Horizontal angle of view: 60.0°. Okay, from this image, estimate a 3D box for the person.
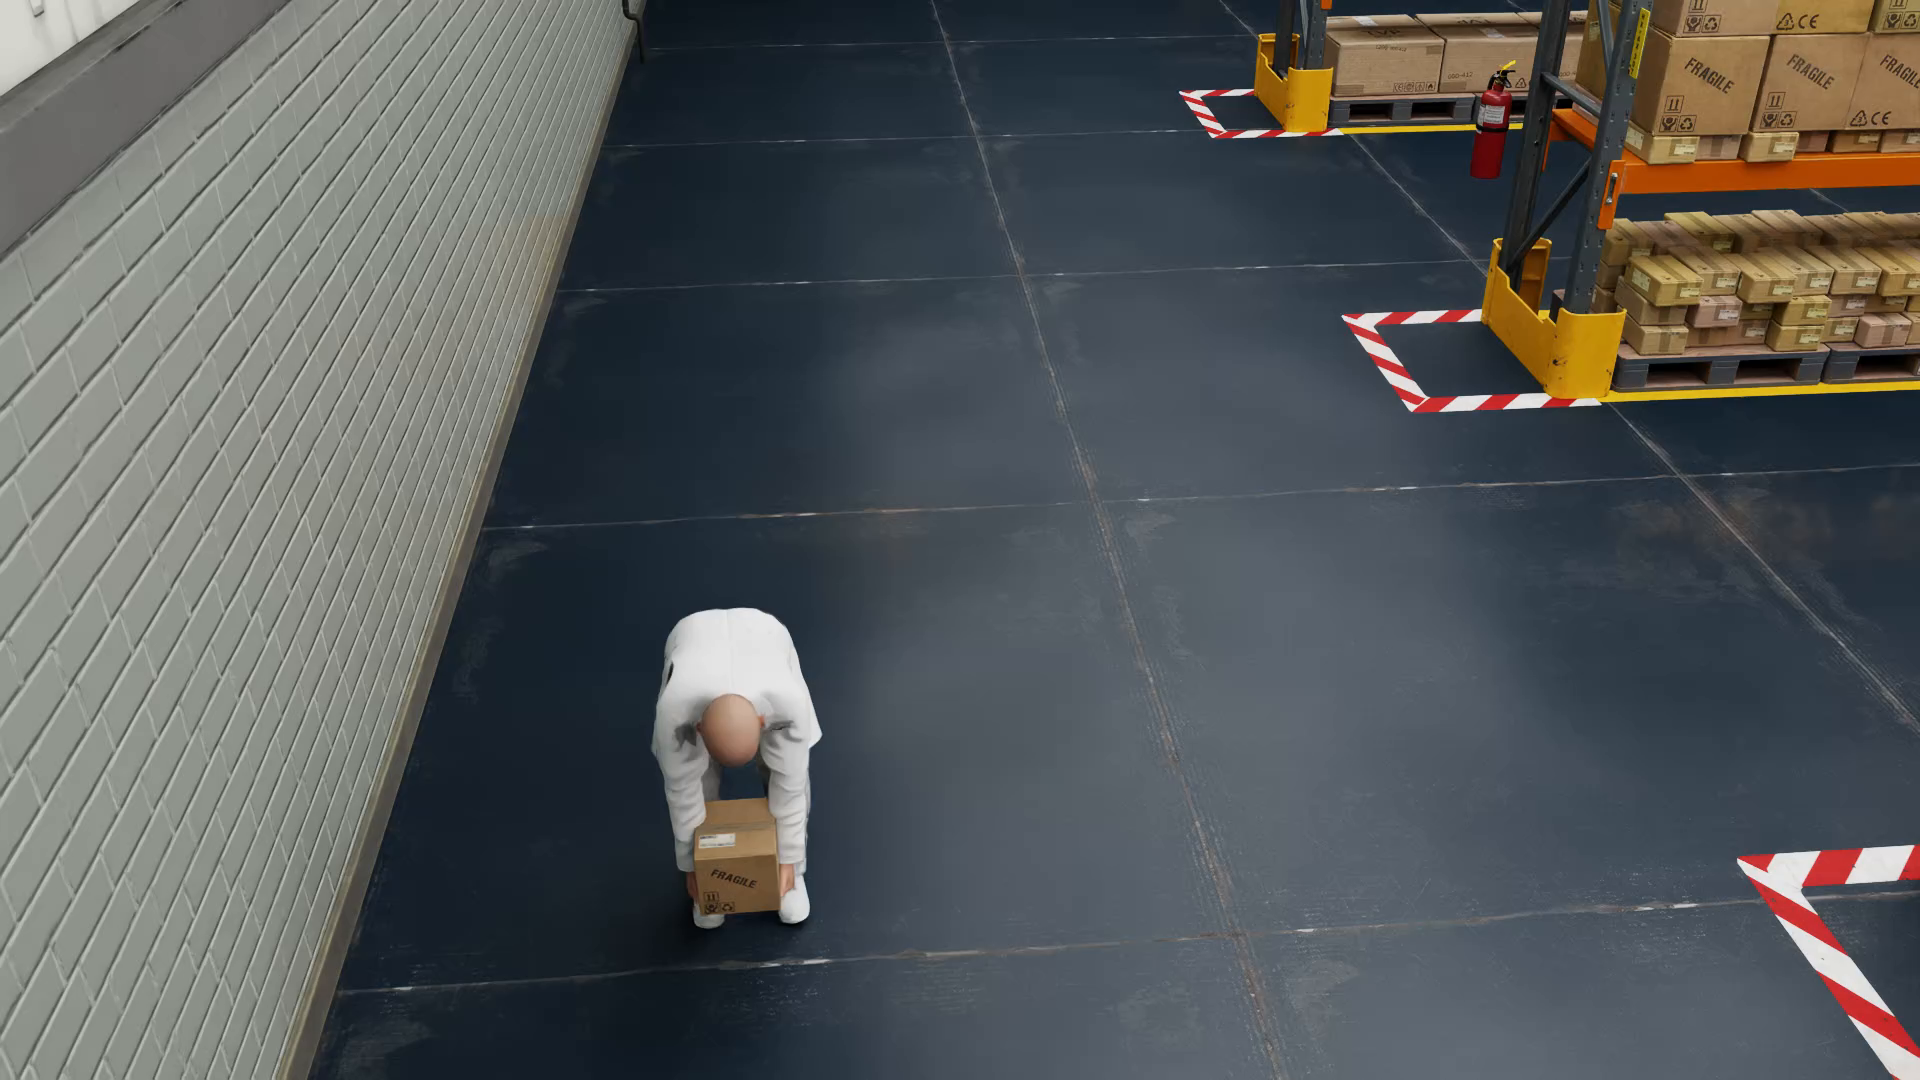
[{"bbox_3d":[-0.706,0.824,5.309,0.560,1.219,0.929,-4,31,-6],"label":"person"}]
